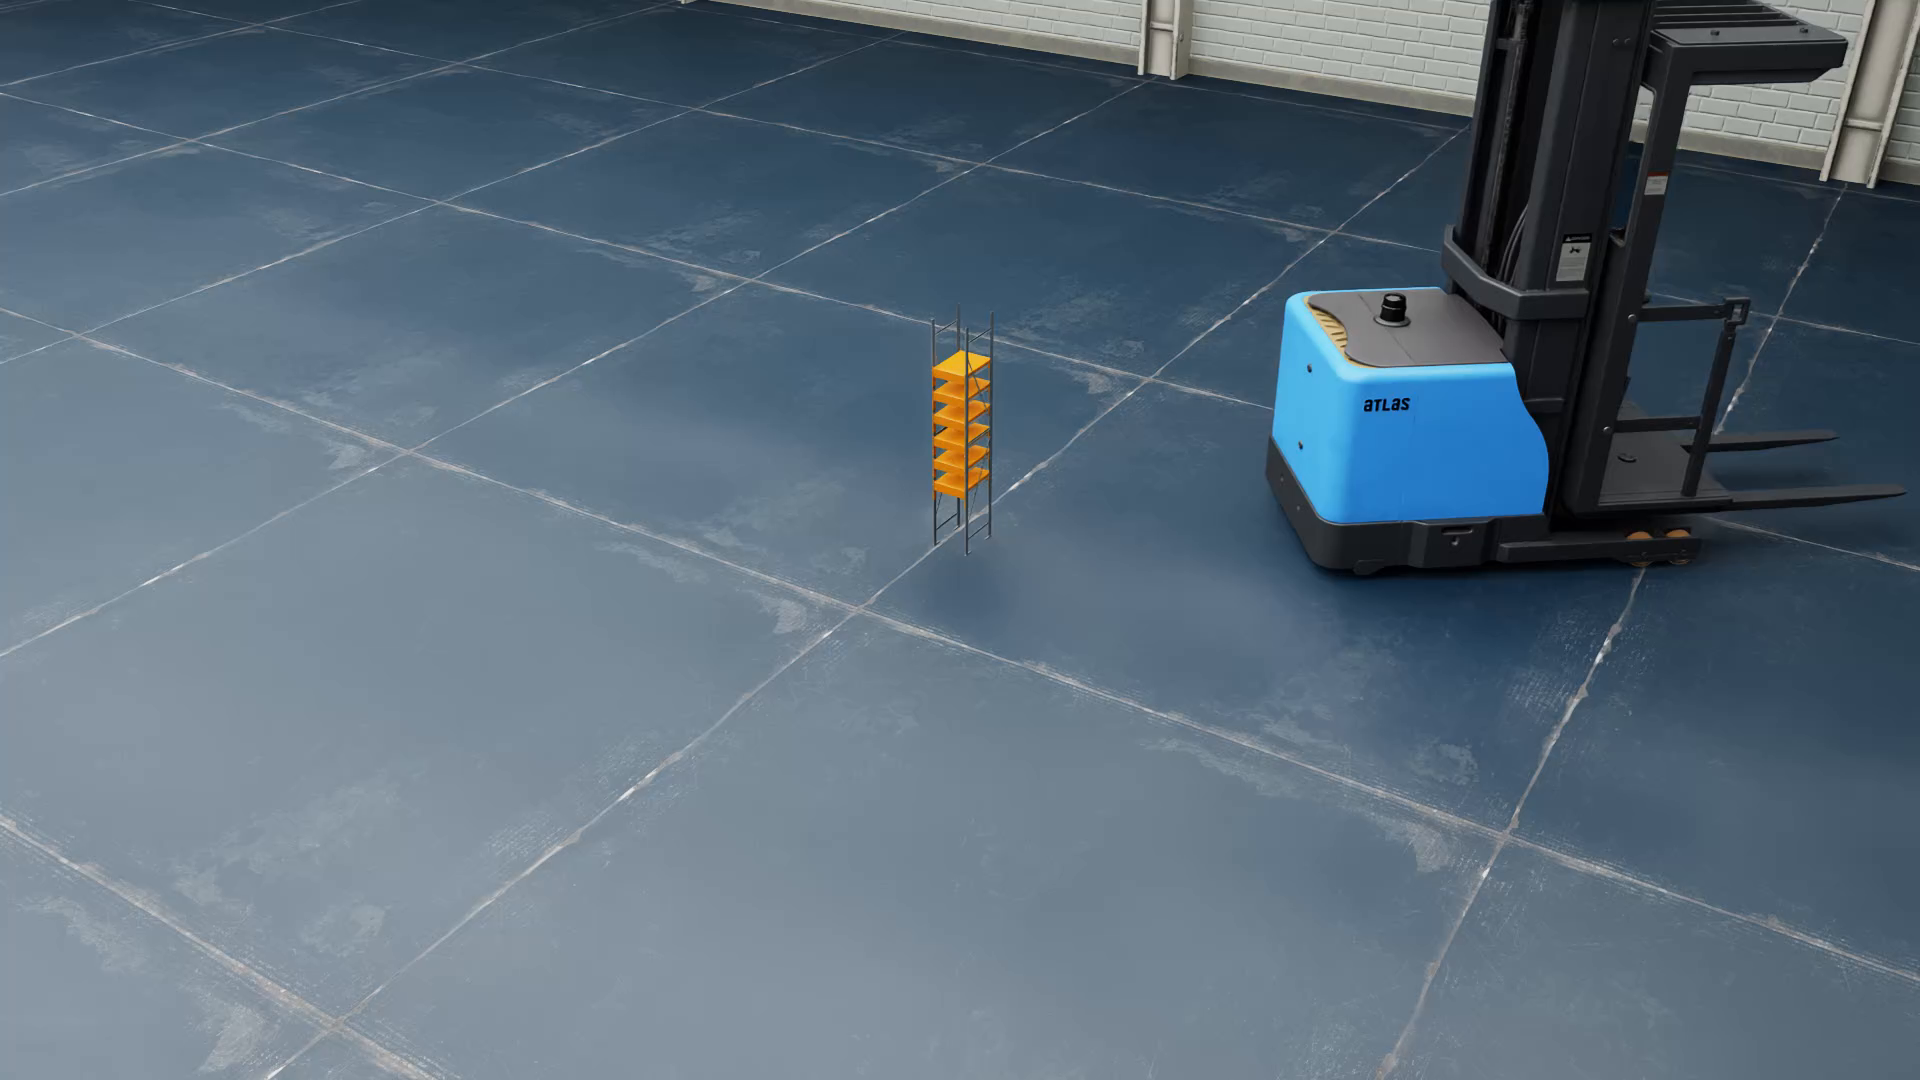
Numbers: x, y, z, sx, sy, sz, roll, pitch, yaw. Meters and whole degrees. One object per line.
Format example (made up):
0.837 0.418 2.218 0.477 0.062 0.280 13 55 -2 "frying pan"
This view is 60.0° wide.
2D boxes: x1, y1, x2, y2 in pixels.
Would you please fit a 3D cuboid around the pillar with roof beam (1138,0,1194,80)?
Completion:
-0.344 -6.510 10.478 0.400 9.000 9.100 18 35 27 "pillar with roof beam"

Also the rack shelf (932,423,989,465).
0.012 -0.476 7.963 0.180 0.103 0.258 18 35 27 "rack shelf"

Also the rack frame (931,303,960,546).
-0.065 -0.539 7.983 0.006 1.200 0.240 18 35 27 "rack frame"

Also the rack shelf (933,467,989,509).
0.012 -0.269 8.084 0.180 0.103 0.258 18 35 27 "rack shelf"

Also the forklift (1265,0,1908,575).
3.144 -1.400 7.742 3.031 2.935 1.130 -3 30 -5 "forklift"

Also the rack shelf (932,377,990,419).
0.012 -0.683 7.842 0.180 0.103 0.258 18 35 27 "rack shelf"

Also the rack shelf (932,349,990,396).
0.012 -0.787 7.782 0.180 0.103 0.258 18 35 27 "rack shelf"

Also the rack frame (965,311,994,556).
0.090 -0.490 7.899 0.006 1.200 0.240 18 35 27 "rack frame"

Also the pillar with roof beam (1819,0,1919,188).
4.738 -4.902 7.723 0.400 9.000 9.100 18 35 27 "pillar with roof beam"

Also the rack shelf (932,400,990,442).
0.012 -0.580 7.903 0.180 0.103 0.258 18 35 27 "rack shelf"

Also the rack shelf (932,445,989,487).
0.012 -0.372 8.024 0.180 0.103 0.258 18 35 27 "rack shelf"

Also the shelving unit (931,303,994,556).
0.012 -0.514 7.941 0.189 1.200 0.258 18 35 27 "shelving unit"
